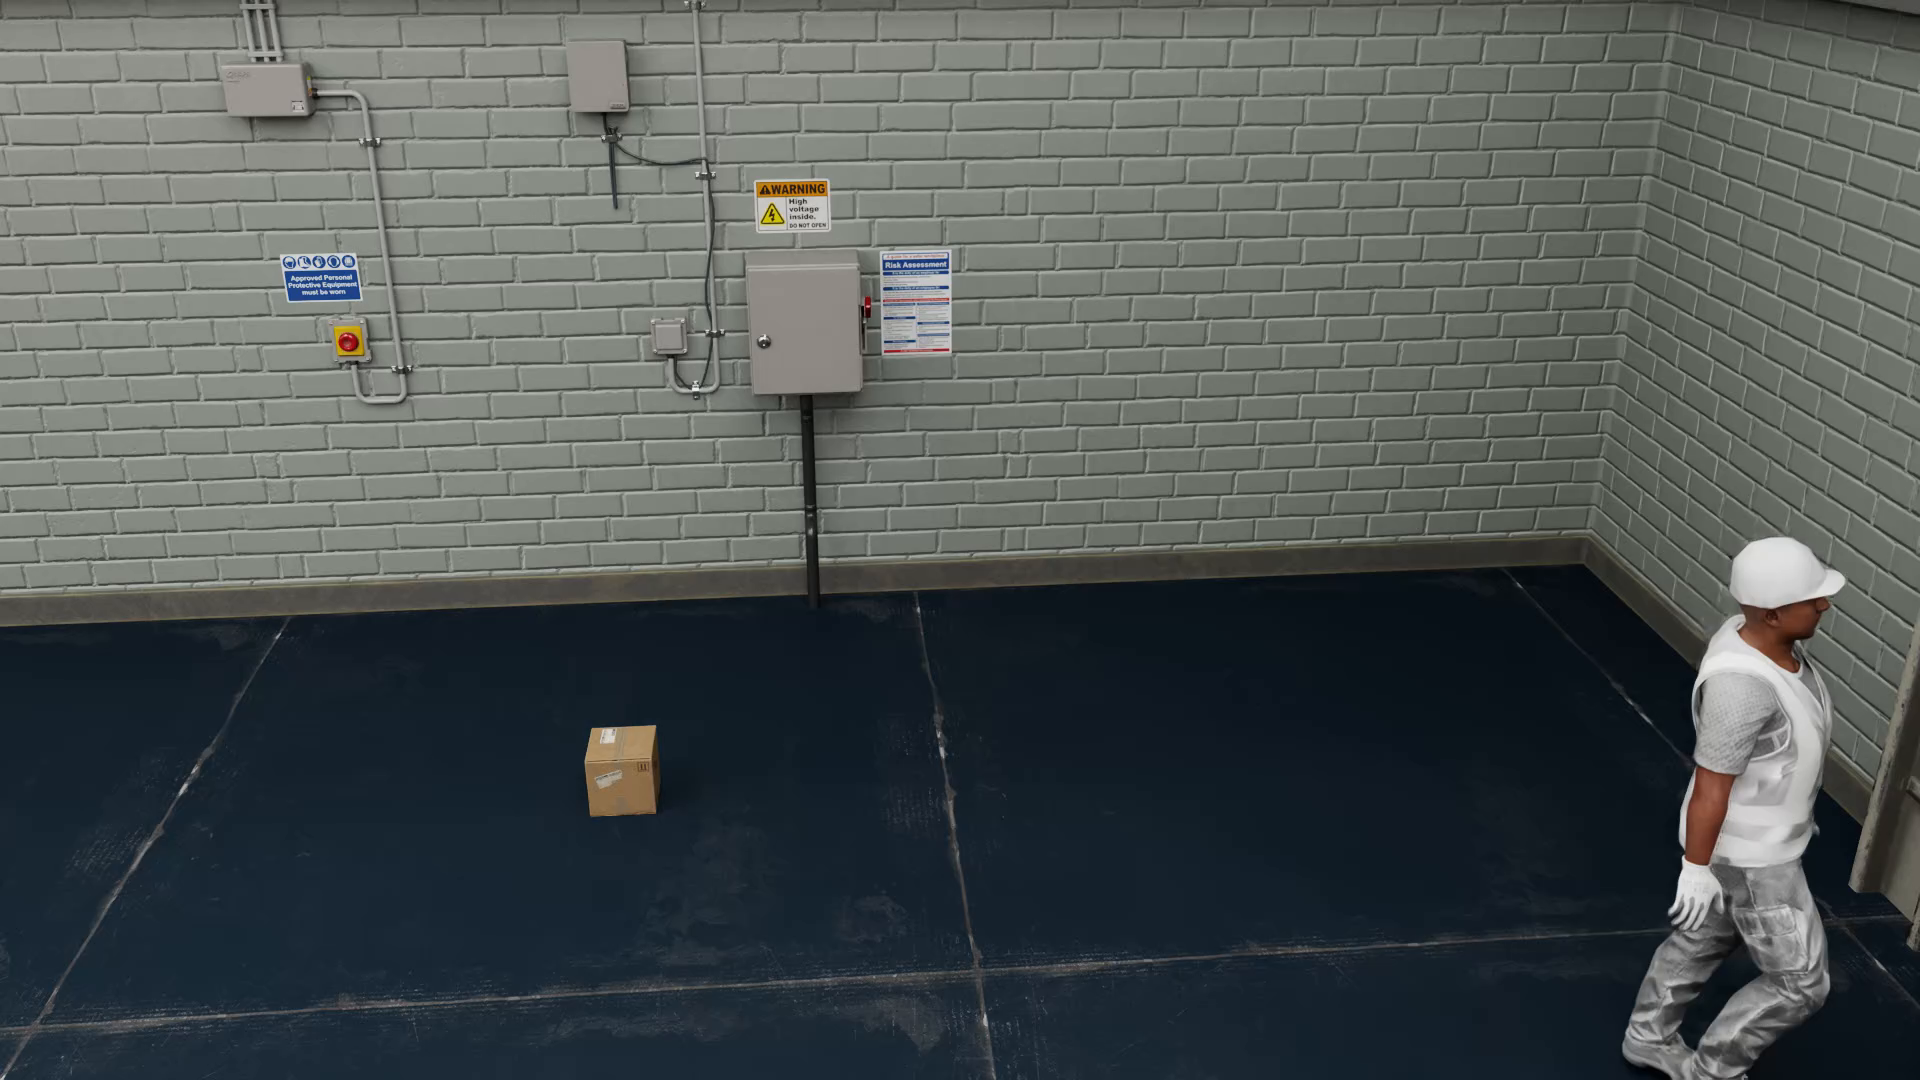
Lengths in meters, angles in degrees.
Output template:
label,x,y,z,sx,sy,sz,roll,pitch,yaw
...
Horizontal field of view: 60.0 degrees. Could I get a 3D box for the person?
label,x,y,z,sx,sy,sz,roll,pitch,yaw
person,2.217,0.854,4.618,0.487,1.832,0.598,13,27,27
